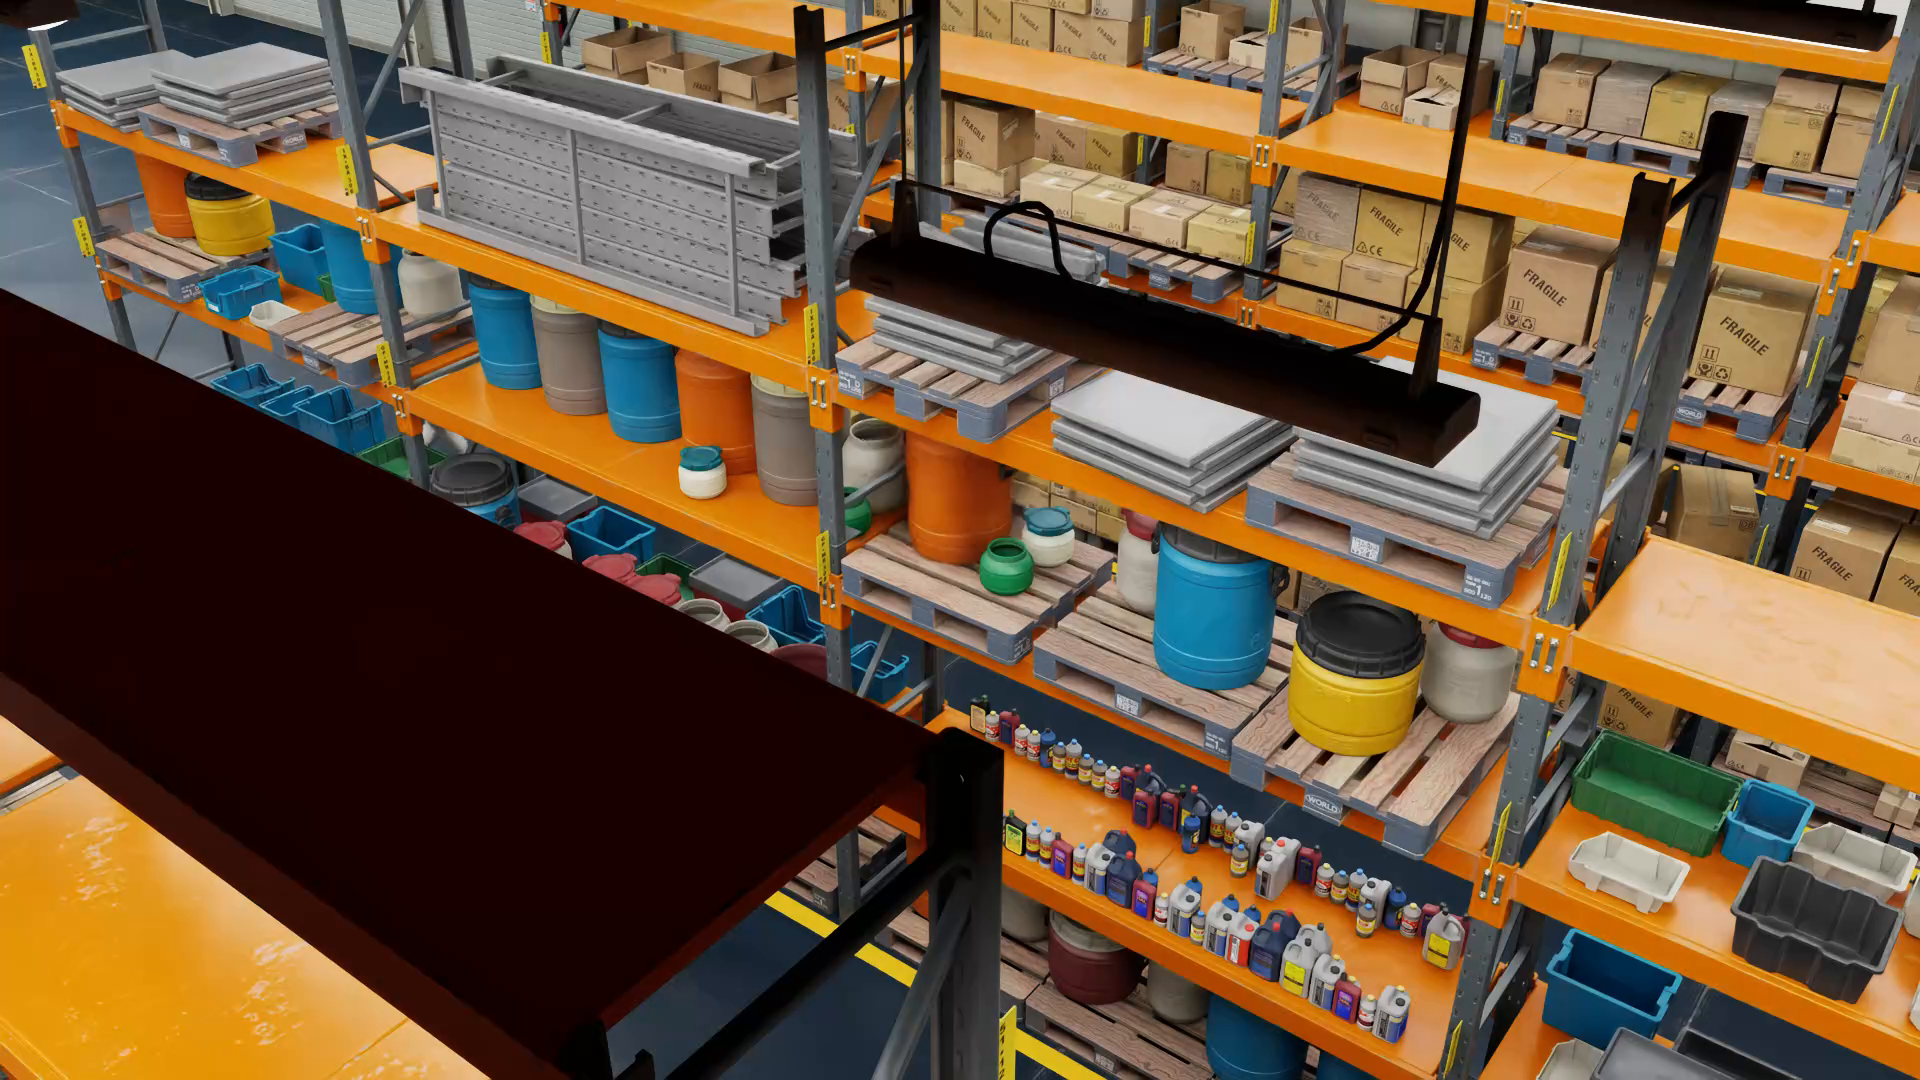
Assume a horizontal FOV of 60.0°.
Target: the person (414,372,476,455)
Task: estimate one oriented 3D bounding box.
[{"bbox_3d":[-5.130,-1.384,15.962,1.052,1.600,0.531,3,32,6],"label":"person"}]
